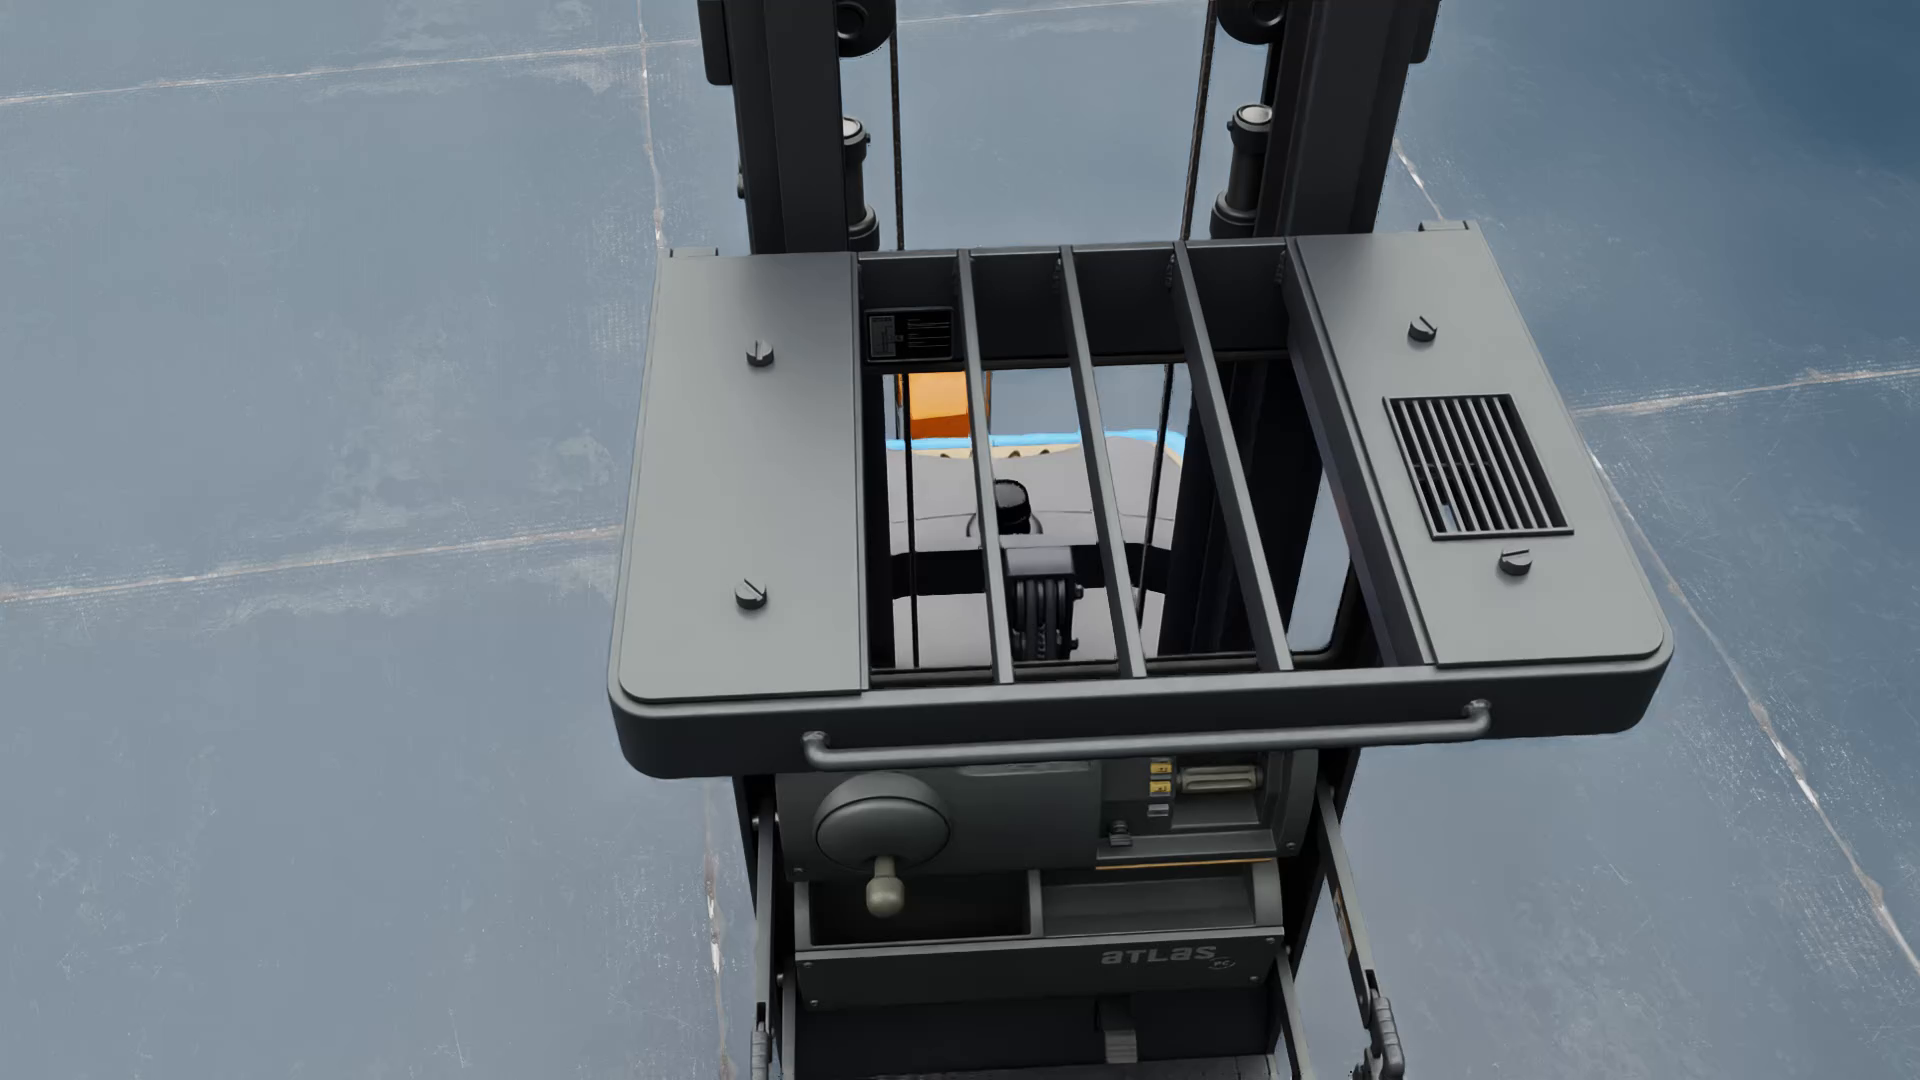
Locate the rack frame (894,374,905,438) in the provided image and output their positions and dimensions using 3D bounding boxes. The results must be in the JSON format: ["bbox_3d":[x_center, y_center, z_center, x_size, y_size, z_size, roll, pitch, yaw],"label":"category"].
[{"bbox_3d":[-0.173,-0.343,4.851,0.008,1.050,0.200,-7,46,-7],"label":"rack frame"}]

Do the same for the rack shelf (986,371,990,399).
[{"bbox_3d":[-0.053,-0.547,4.669,0.240,0.259,0.215,-7,46,-7],"label":"rack shelf"}]

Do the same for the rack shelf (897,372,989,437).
[{"bbox_3d":[-0.053,-0.350,4.873,0.240,0.259,0.215,-7,46,-7],"label":"rack shelf"}]

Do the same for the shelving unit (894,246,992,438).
[{"bbox_3d":[-0.053,-0.358,4.866,0.252,1.050,0.215,-7,46,-7],"label":"shelving unit"}]

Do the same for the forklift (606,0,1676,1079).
[{"bbox_3d":[0.165,0.531,2.703,1.130,2.935,3.031,-2,46,-2],"label":"forklift"}]

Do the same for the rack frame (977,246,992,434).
[{"bbox_3d":[0.067,-0.373,4.880,0.008,1.050,0.200,-7,46,-7],"label":"rack frame"}]
